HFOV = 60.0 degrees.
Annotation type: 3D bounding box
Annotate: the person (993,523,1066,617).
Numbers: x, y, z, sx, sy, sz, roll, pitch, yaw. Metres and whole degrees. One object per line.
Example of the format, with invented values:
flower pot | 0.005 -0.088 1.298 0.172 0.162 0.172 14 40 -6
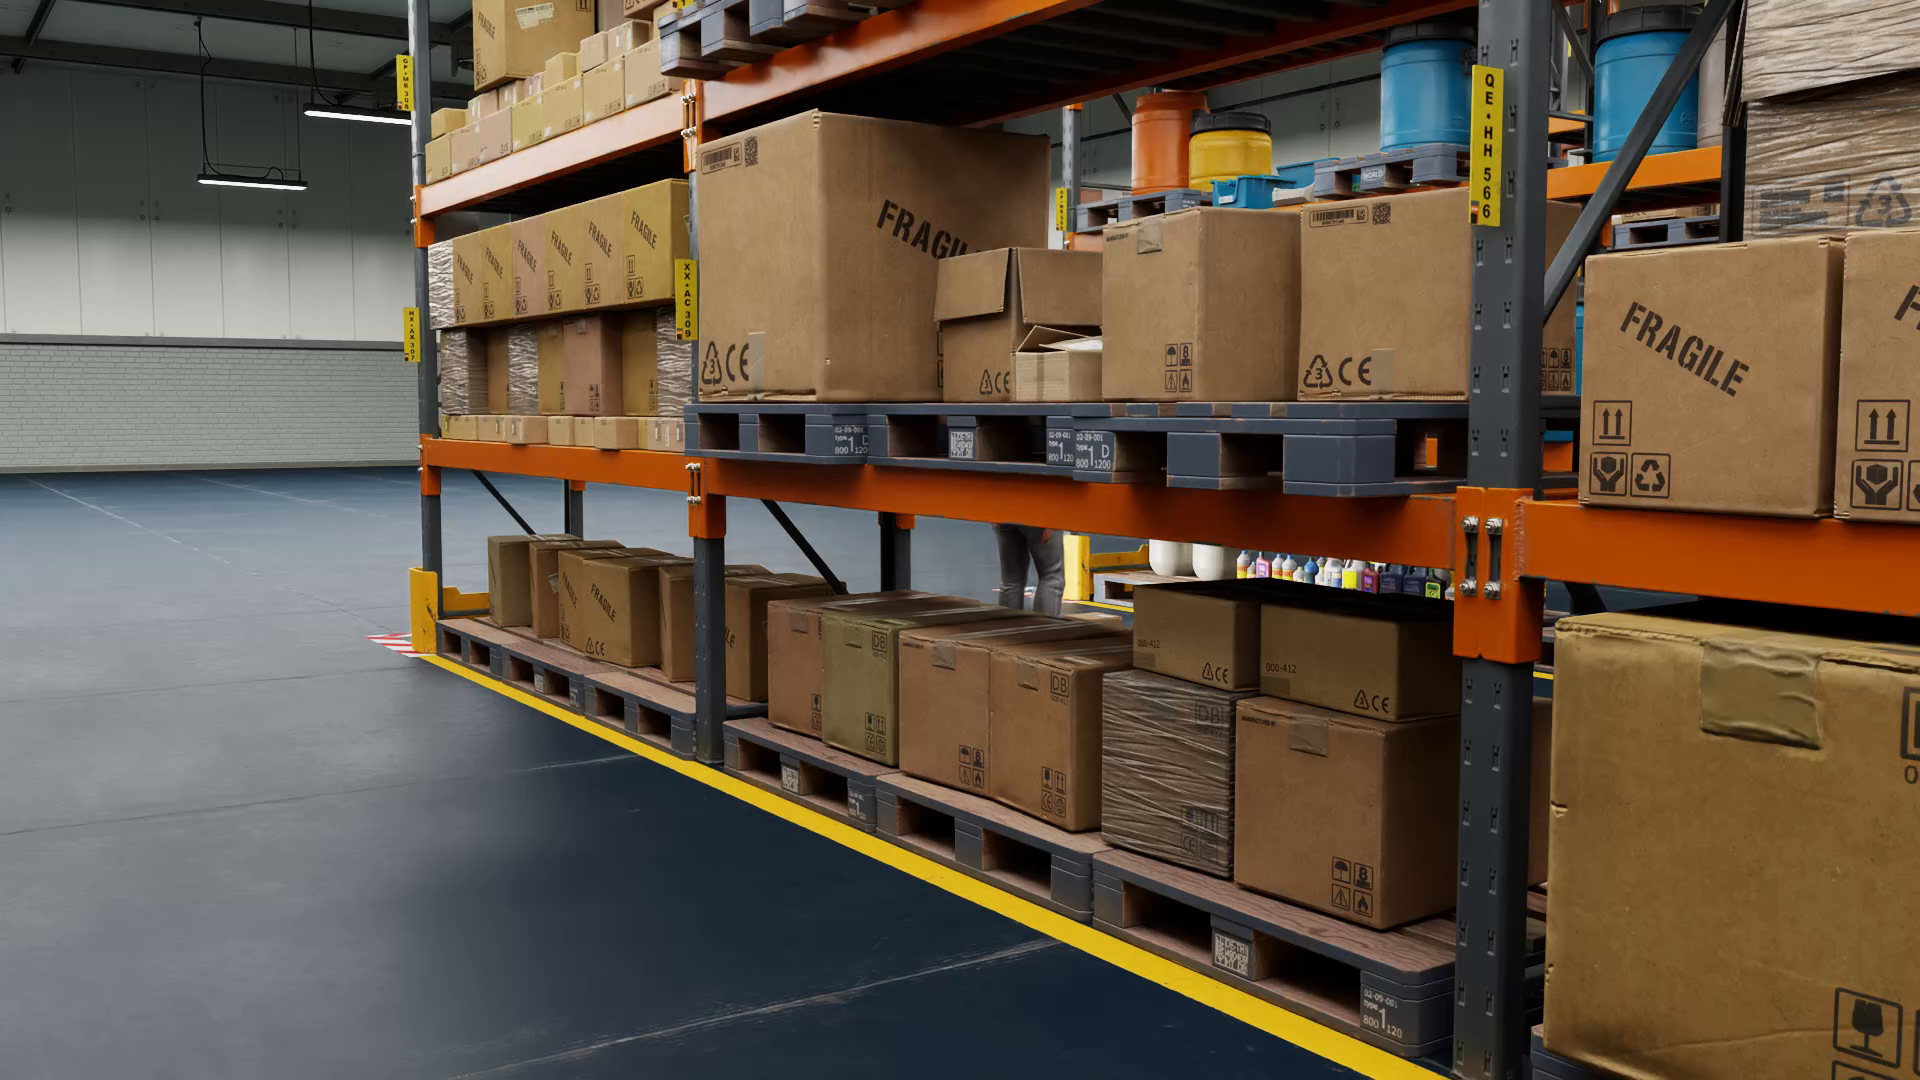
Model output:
person | 0.384 -0.158 9.654 0.397 1.813 0.603 -4 6 -42
